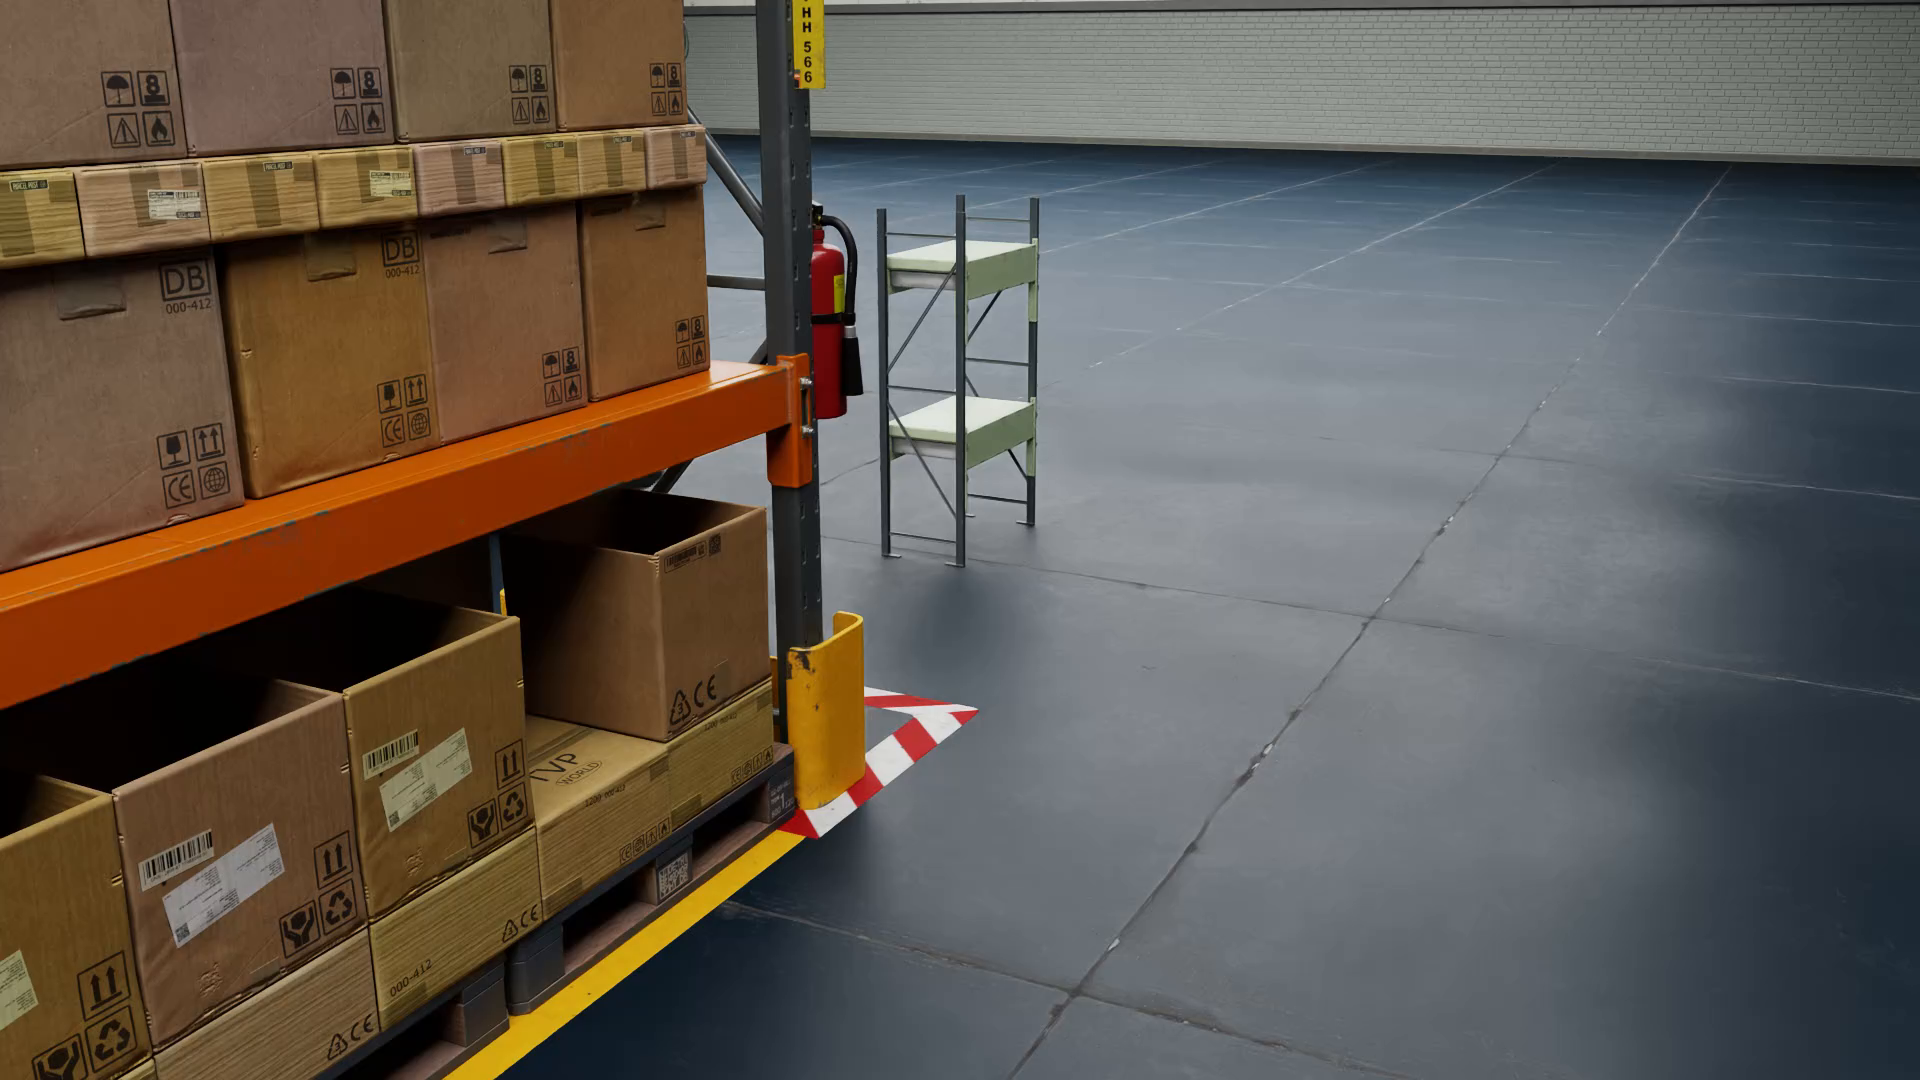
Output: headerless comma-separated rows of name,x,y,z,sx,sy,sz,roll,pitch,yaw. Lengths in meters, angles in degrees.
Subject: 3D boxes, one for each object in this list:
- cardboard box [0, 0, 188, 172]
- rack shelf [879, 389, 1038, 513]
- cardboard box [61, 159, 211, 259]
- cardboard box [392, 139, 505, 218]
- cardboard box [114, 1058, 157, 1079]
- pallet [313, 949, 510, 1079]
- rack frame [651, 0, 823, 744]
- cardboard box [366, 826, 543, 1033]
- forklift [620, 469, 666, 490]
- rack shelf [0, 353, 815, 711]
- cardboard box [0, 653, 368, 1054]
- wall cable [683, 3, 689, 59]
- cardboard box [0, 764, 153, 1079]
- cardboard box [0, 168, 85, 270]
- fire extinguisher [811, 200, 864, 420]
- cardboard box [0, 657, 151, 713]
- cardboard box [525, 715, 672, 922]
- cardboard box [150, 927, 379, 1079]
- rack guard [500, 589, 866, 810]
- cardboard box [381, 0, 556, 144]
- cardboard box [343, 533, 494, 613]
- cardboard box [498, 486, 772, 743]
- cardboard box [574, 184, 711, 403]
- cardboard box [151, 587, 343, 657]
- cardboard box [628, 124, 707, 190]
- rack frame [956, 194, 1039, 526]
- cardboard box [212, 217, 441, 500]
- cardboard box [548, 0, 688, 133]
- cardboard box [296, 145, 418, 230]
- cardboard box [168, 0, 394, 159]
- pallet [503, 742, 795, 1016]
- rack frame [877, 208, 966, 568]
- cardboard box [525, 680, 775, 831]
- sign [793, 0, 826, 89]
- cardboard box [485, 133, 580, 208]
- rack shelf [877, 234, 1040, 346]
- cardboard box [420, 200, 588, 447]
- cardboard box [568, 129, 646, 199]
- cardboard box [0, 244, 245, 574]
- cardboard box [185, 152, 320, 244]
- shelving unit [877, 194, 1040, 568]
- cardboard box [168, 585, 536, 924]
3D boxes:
cardboard box,-1.800,-0.902,2.838,0.700,0.500,0.500,8,18,25
rack shelf,0.003,-0.408,7.409,0.431,0.370,0.720,8,18,25
cardboard box,-1.570,-0.595,2.946,0.380,0.149,0.250,8,18,25
cardboard box,-1.223,-0.795,3.617,0.380,0.149,0.250,8,18,26
cardboard box,-1.731,1.049,2.815,0.500,0.250,0.500,8,18,25
pallet,-1.729,1.093,3.473,1.003,0.211,1.213,8,18,25
rack frame,-0.878,-0.753,4.793,1.000,3.000,0.127,8,18,25
cardboard box,-1.288,0.794,3.674,0.500,0.250,0.500,8,18,25
forklift,-3.047,-1.639,7.894,3.031,2.935,1.130,5,17,15
rack shelf,-1.772,0.101,3.180,1.077,0.370,4.000,8,18,25
cardboard box,-1.510,0.562,3.138,0.500,0.500,0.500,8,18,25
wall cable,-8.259,-13.454,42.471,3.097,2.526,0.112,8,18,25
cardboard box,-1.731,0.690,2.708,0.500,0.500,0.500,8,18,25
cardboard box,-1.683,-0.532,2.733,0.380,0.149,0.250,8,18,25
fire extinguisher,-0.410,-0.687,4.706,0.296,0.674,0.183,8,18,25
cardboard box,-1.989,0.494,3.368,0.500,0.500,0.500,8,18,25
cardboard box,-1.066,0.666,4.104,0.500,0.250,0.500,8,18,25
cardboard box,-1.513,0.921,3.246,0.500,0.250,0.500,8,18,25
rack guard,-0.867,0.439,5.169,1.175,0.500,0.348,8,18,25
cardboard box,-1.352,-1.158,3.700,0.700,0.500,0.500,8,18,24
cardboard box,-1.538,0.240,4.223,0.500,0.500,0.500,8,18,25
cardboard box,-0.851,0.178,4.430,0.500,0.500,0.500,8,18,25
cardboard box,-1.098,-0.684,4.383,0.700,0.500,0.500,8,18,25
cardboard box,-1.750,0.369,3.789,0.500,0.500,0.500,8,18,25
cardboard box,-0.878,-0.991,4.277,0.380,0.149,0.250,8,18,24
rack frame,0.167,-0.814,7.630,0.400,1.500,0.023,8,18,25
cardboard box,-1.556,-0.424,3.508,0.700,0.500,0.500,8,18,26
cardboard box,-1.122,-1.292,4.153,0.700,0.500,0.500,8,18,26
cardboard box,-1.340,-0.728,3.392,0.380,0.149,0.250,9,19,27
cardboard box,-1.576,-1.029,3.267,0.700,0.500,0.500,8,18,26
pallet,-1.182,0.783,4.516,1.003,0.211,1.213,8,18,25
rack frame,-0.161,-0.627,7.003,0.400,1.500,0.023,8,18,25
cardboard box,-0.853,0.538,4.538,0.500,0.250,0.500,8,18,25
sign,-0.399,-1.349,4.350,0.100,0.325,0.005,8,18,25
cardboard box,-1.108,-0.859,3.832,0.380,0.149,0.250,8,18,25
rack shelf,0.003,-1.095,7.205,0.431,0.370,0.720,8,18,25
cardboard box,-1.328,-0.550,3.931,0.700,0.500,0.500,9,19,27
cardboard box,-0.994,-0.924,4.052,0.380,0.149,0.250,9,19,27
cardboard box,-1.787,-0.289,3.055,0.700,0.500,0.500,9,19,27
cardboard box,-1.456,-0.661,3.166,0.380,0.149,0.250,9,19,27
shelving unit,0.003,-0.721,7.317,0.431,1.500,0.755,8,18,25
cardboard box,-1.285,0.435,3.566,0.500,0.500,0.500,8,18,25
